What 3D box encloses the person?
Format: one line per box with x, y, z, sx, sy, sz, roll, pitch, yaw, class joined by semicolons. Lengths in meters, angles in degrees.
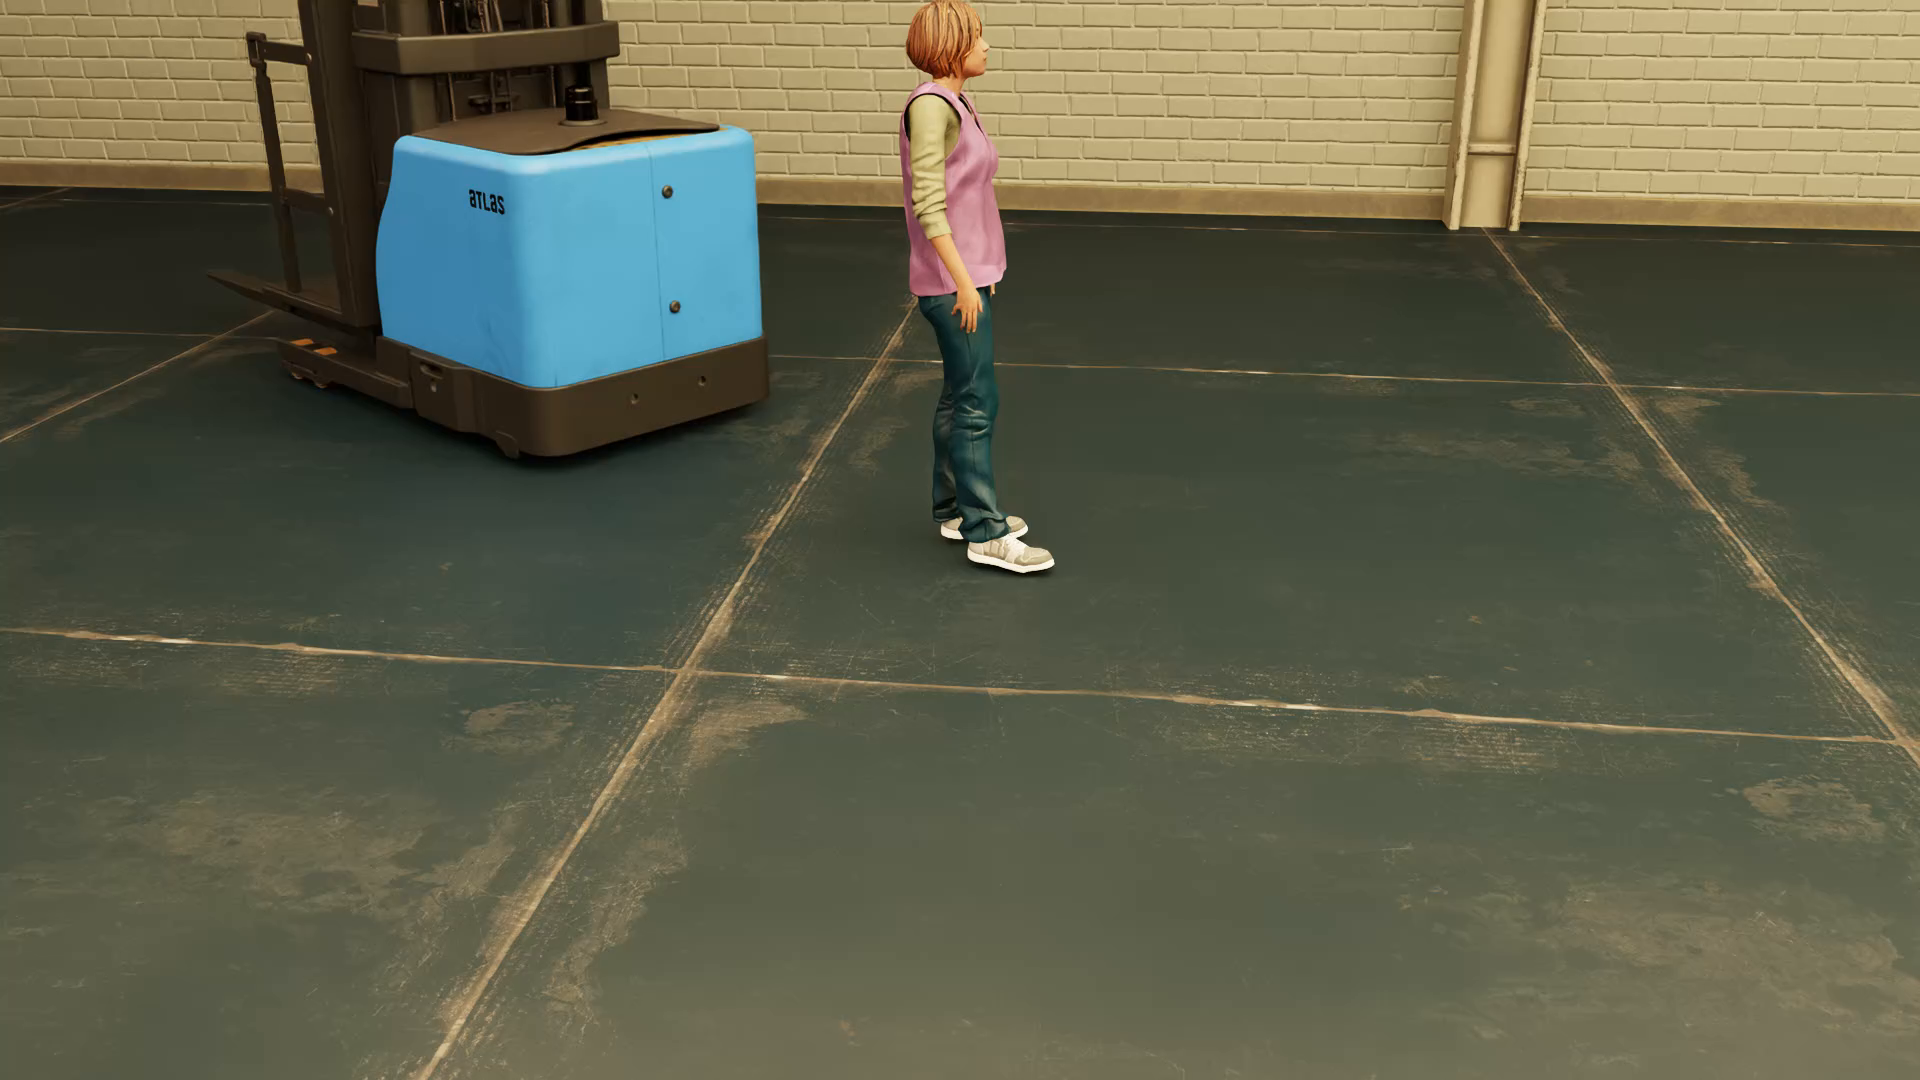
0.072;-0.739;4.854;0.473;1.599;0.520;3;22;7;person

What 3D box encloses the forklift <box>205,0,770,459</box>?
-2.145;-2.091;6.447;3.031;2.935;1.130;19;29;39;forklift
